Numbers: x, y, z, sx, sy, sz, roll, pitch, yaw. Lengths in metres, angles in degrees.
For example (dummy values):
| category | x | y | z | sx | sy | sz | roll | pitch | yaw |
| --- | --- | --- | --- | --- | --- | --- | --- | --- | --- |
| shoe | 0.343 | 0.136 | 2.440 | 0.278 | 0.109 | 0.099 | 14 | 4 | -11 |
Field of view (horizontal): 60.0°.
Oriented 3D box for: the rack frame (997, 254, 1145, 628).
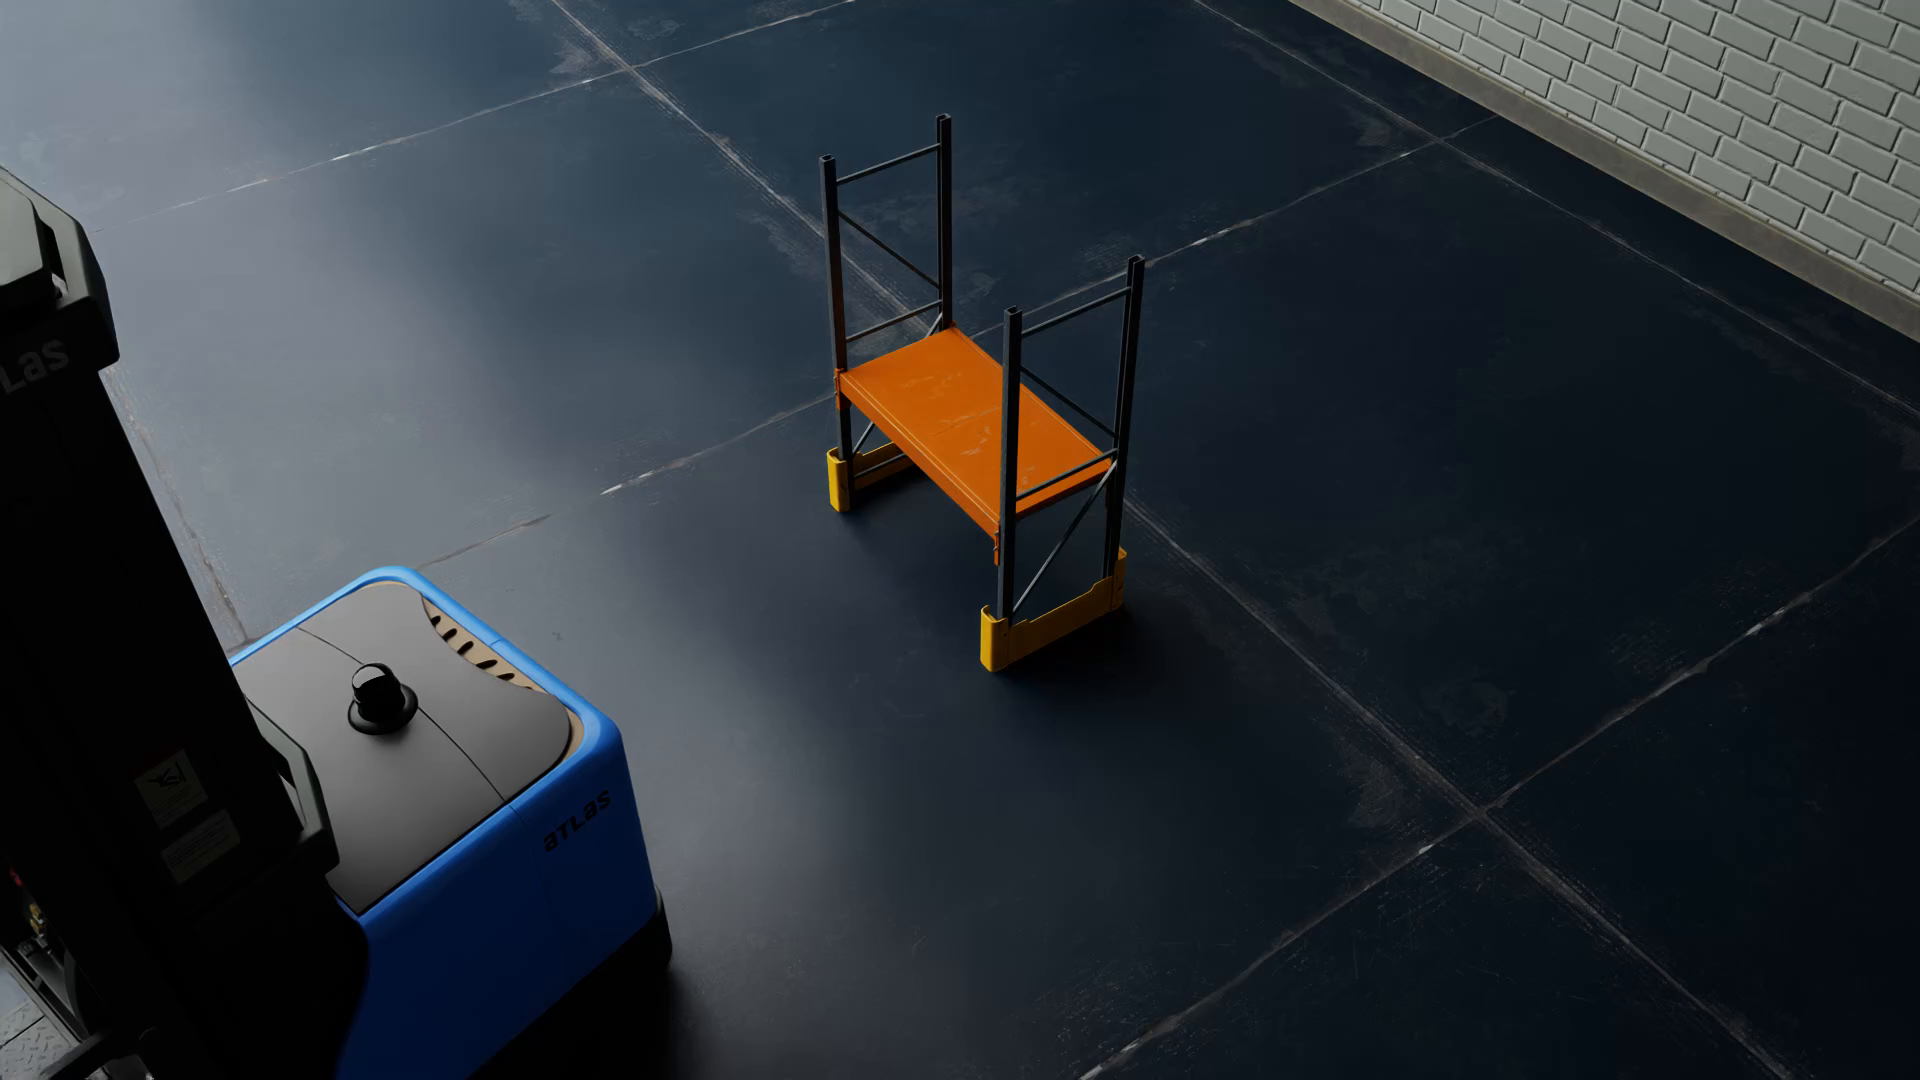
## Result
| category | x | y | z | sx | sy | sz | roll | pitch | yaw |
| --- | --- | --- | --- | --- | --- | --- | --- | --- | --- |
| rack frame | 0.340 | -0.206 | 5.380 | 0.500 | 1.500 | 0.032 | -26 | 49 | -24 |

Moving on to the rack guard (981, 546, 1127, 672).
| category | x | y | z | sx | sy | sz | roll | pitch | yaw |
| --- | --- | --- | --- | --- | --- | --- | --- | --- | --- |
| rack guard | 0.329 | 0.235 | 5.823 | 0.587 | 0.250 | 0.087 | -26 | 49 | -24 |

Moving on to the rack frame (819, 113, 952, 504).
| category | x | y | z | sx | sy | sz | roll | pitch | yaw |
| --- | --- | --- | --- | --- | --- | --- | --- | --- | --- |
| rack frame | -0.242 | -0.782 | 5.983 | 0.500 | 1.500 | 0.032 | -26 | 49 | -24 |

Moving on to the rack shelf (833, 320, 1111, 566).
| category | x | y | z | sx | sy | sz | roll | pitch | yaw |
| --- | --- | --- | --- | --- | --- | --- | --- | --- | --- |
| rack shelf | 0.049 | -0.364 | 5.806 | 0.538 | 0.185 | 1.000 | -26 | 49 | -24 |

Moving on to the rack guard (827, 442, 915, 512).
| category | x | y | z | sx | sy | sz | roll | pitch | yaw |
| --- | --- | --- | --- | --- | --- | --- | --- | --- | --- |
| rack guard | -0.241 | -0.329 | 6.414 | 0.587 | 0.250 | 0.087 | -26 | 49 | -24 |

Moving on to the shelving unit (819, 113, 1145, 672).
| category | x | y | z | sx | sy | sz | roll | pitch | yaw |
| --- | --- | --- | --- | --- | --- | --- | --- | --- | --- |
| shelving unit | 0.044 | -0.499 | 5.687 | 0.587 | 1.500 | 1.083 | -26 | 49 | -24 |

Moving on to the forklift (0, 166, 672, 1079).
| category | x | y | z | sx | sy | sz | roll | pitch | yaw |
| --- | --- | --- | --- | --- | --- | --- | --- | --- | --- |
| forklift | -2.186 | 0.750 | 3.341 | 1.130 | 2.935 | 3.031 | 31 | 52 | 28 |
